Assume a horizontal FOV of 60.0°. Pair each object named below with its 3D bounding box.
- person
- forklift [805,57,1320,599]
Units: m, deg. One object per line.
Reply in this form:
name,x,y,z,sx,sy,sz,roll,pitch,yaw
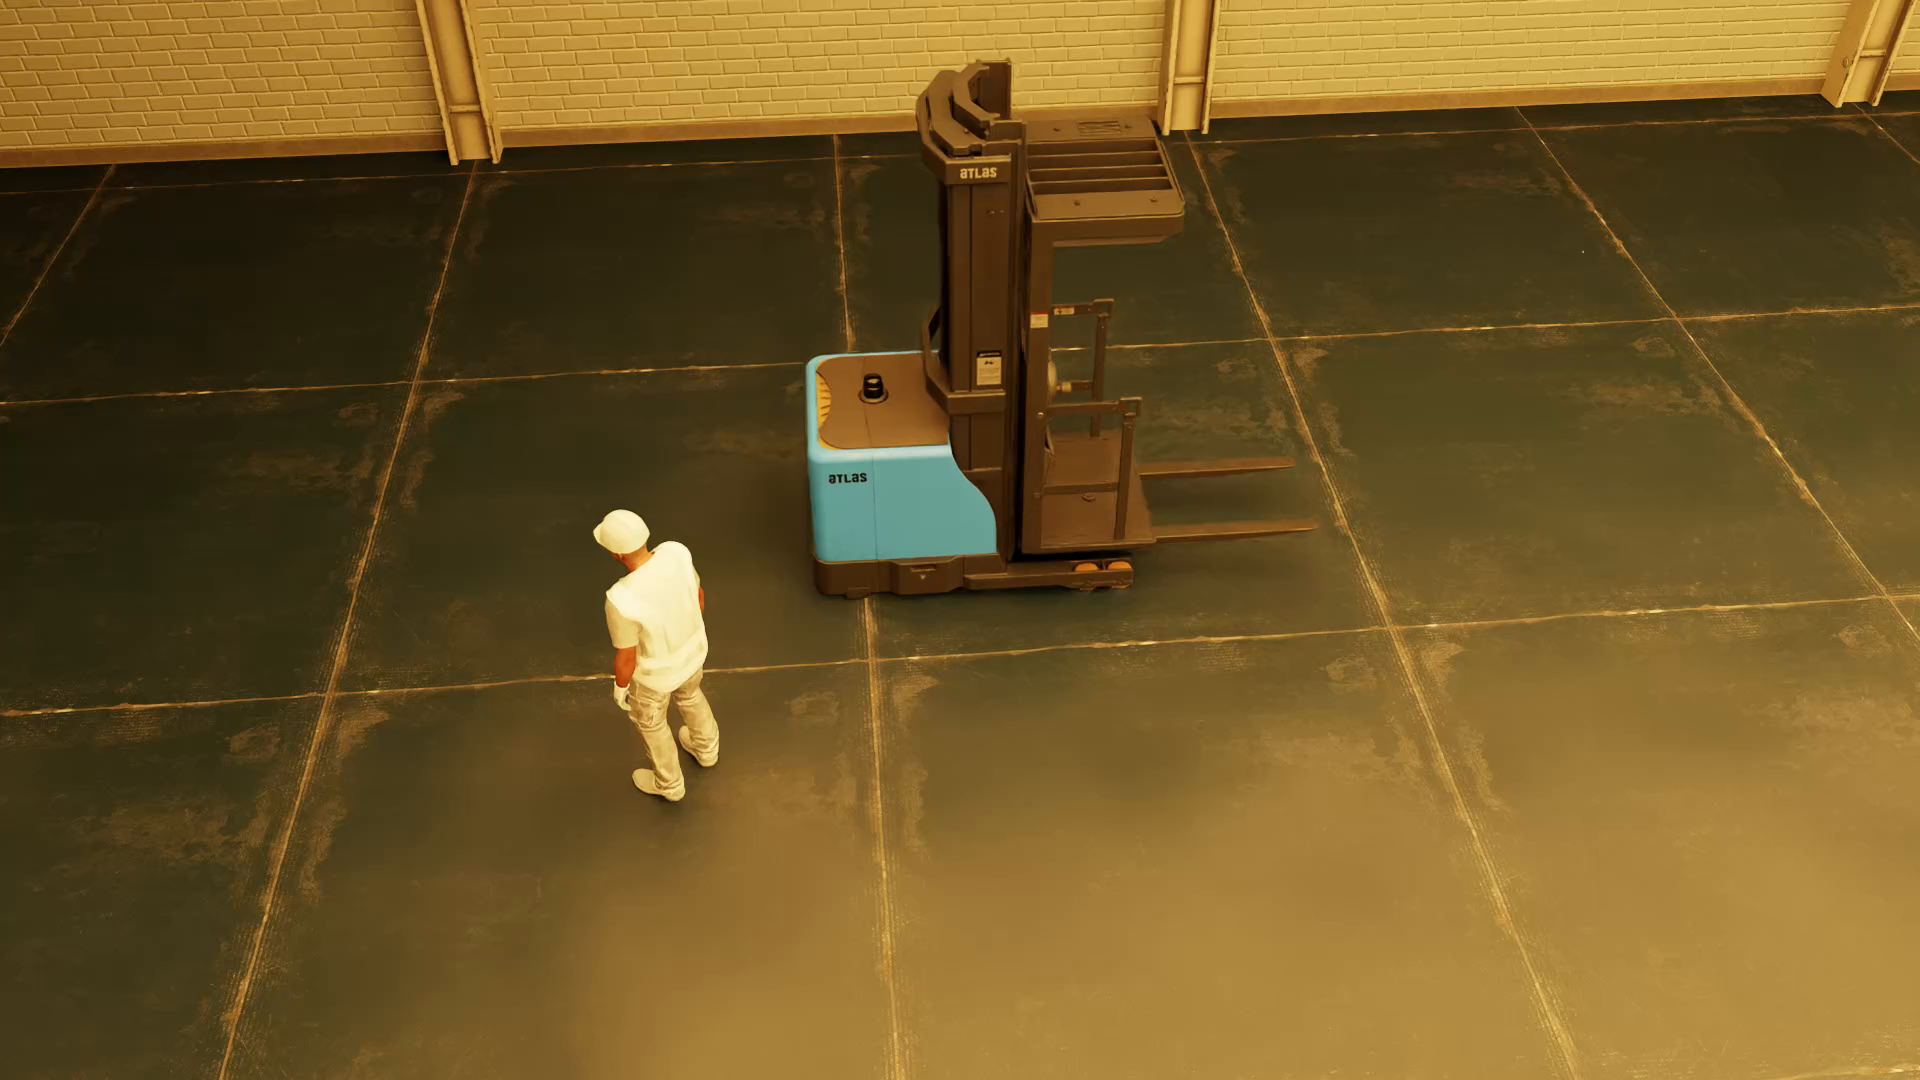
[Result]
person,-1.483,0.567,8.170,0.453,1.772,0.617,24,46,25
forklift,0.619,-1.157,9.290,3.031,2.935,1.130,-3,41,-4
